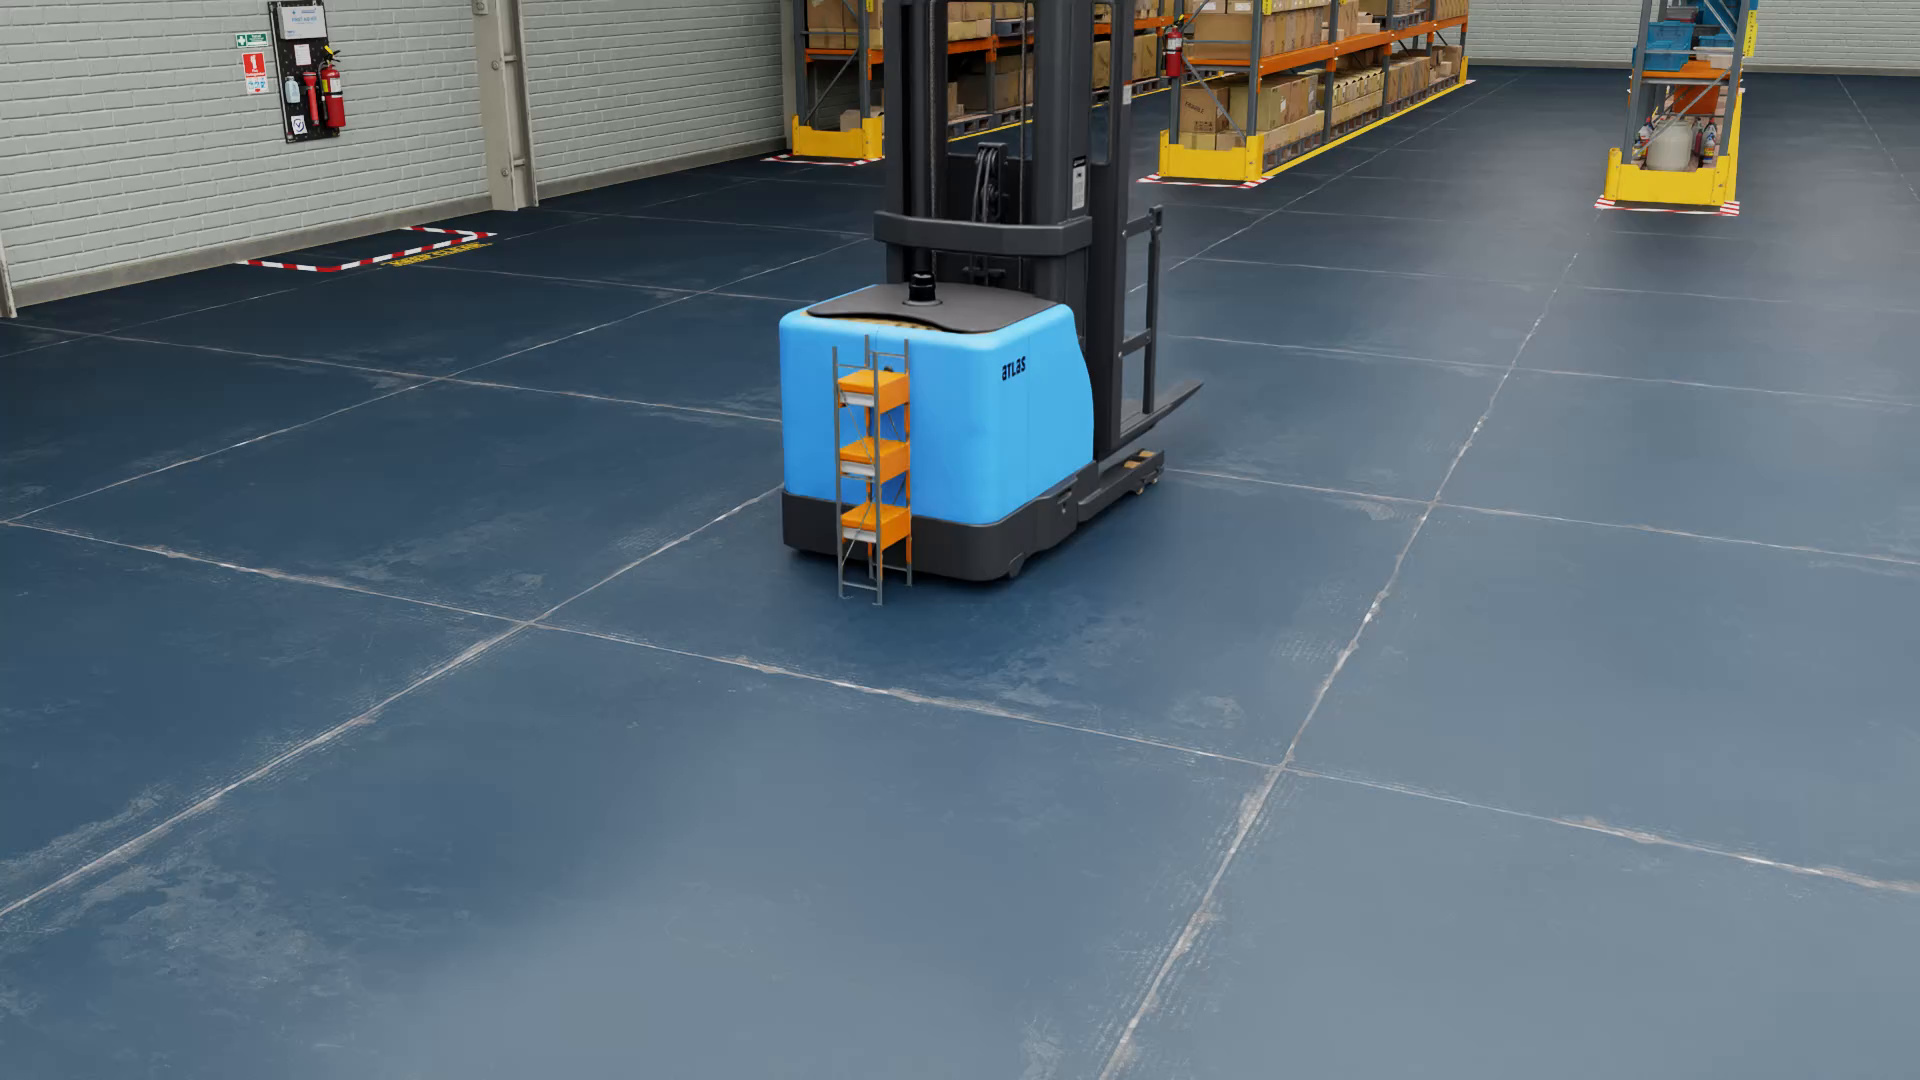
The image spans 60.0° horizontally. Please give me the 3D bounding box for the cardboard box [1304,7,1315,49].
[{"bbox_3d":[4.165,-6.617,21.449,0.700,0.500,0.500,8,21,22],"label":"cardboard box"}]

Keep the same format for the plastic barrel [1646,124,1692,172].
[{"bbox_3d":[7.631,-4.202,17.895,0.421,0.512,0.421,0,20,0],"label":"plastic barrel"}]

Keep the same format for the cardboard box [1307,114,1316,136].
[{"bbox_3d":[4.347,-5.448,21.787,0.500,0.250,0.500,9,21,23],"label":"cardboard box"}]

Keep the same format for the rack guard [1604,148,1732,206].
[{"bbox_3d":[7.419,-3.817,17.455,1.175,0.500,0.348,9,21,23],"label":"rack guard"}]

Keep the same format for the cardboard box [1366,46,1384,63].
[{"bbox_3d":[6.792,-8.123,27.789,0.500,0.250,0.500,8,21,22],"label":"cardboard box"}]

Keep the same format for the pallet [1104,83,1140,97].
[{"bbox_3d":[2.561,-8.058,29.813,1.003,0.211,1.213,9,21,23],"label":"pallet"}]

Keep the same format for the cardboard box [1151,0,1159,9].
[{"bbox_3d":[3.347,-10.014,30.526,0.500,0.500,0.500,8,21,22],"label":"cardboard box"}]

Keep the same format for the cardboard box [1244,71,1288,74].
[{"bbox_3d":[4.076,-6.025,22.293,0.500,0.500,0.500,9,21,23],"label":"cardboard box"}]

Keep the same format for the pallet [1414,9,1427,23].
[{"bbox_3d":[7.400,-8.994,28.570,1.003,0.211,1.213,9,21,23],"label":"pallet"}]

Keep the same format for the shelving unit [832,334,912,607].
[{"bbox_3d":[-0.348,-0.278,6.683,0.215,1.050,0.252,10,22,26],"label":"shelving unit"}]

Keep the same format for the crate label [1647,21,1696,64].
[{"bbox_3d":[7.938,-5.581,18.634,0.502,0.435,0.616,9,21,23],"label":"crate label"}]

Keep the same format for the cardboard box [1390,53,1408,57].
[{"bbox_3d":[7.802,-8.557,30.127,0.500,0.500,0.500,9,21,23],"label":"cardboard box"}]

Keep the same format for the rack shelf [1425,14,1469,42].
[{"bbox_3d":[8.646,-9.587,31.022,1.077,0.370,4.000,9,21,23],"label":"rack shelf"}]

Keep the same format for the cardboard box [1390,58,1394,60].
[{"bbox_3d":[7.199,-8.065,28.743,0.500,0.500,0.500,9,21,23],"label":"cardboard box"}]

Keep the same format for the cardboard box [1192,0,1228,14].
[{"bbox_3d":[2.896,-6.141,19.144,0.380,0.149,0.250,8,21,22],"label":"cardboard box"}]

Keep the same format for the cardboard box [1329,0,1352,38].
[{"bbox_3d":[5.301,-7.462,23.826,0.500,0.500,0.500,9,21,23],"label":"cardboard box"}]

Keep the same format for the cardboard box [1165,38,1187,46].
[{"bbox_3d":[4.226,-9.772,32.606,0.380,0.149,0.250,8,21,21],"label":"cardboard box"}]

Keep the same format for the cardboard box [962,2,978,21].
[{"bbox_3d":[-0.080,-7.499,23.153,0.500,0.500,0.500,8,21,22],"label":"cardboard box"}]

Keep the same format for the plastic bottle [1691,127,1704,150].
[{"bbox_3d":[8.844,-4.829,19.980,0.152,0.276,0.135,9,21,23],"label":"plastic bottle"}]

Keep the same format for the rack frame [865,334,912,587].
[{"bbox_3d":[-0.292,-0.314,6.785,0.200,1.050,0.008,10,22,26],"label":"rack frame"}]

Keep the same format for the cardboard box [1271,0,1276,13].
[{"bbox_3d":[3.480,-6.246,19.438,0.380,0.149,0.250,9,21,23],"label":"cardboard box"}]

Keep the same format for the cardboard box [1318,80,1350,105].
[{"bbox_3d":[5.158,-6.280,23.289,0.500,0.311,0.500,8,21,22],"label":"cardboard box"}]

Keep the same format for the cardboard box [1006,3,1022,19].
[{"bbox_3d":[0.505,-8.122,25.025,0.700,0.500,0.500,11,22,28],"label":"cardboard box"}]

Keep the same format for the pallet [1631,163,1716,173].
[{"bbox_3d":[7.757,-3.928,18.200,1.003,0.211,1.213,9,21,23],"label":"pallet"}]

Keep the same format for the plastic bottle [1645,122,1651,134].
[{"bbox_3d":[8.108,-4.769,19.700,0.144,0.351,0.185,8,21,22],"label":"plastic bottle"}]

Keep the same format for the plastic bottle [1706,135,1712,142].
[{"bbox_3d":[8.598,-4.503,19.069,0.097,0.271,0.097,0,20,0],"label":"plastic bottle"}]

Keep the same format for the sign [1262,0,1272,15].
[{"bbox_3d":[3.417,-6.013,18.490,0.100,0.325,0.005,9,21,23],"label":"sign"}]

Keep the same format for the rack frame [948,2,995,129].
[{"bbox_3d":[0.030,-7.547,24.214,1.000,3.000,0.127,9,21,23],"label":"rack frame"}]

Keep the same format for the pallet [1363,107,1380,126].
[{"bbox_3d":[5.817,-6.531,25.519,1.003,0.211,1.213,9,21,23],"label":"pallet"}]

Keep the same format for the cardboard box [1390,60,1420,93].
[{"bbox_3d":[7.471,-7.850,28.140,0.500,0.500,0.500,9,21,23],"label":"cardboard box"}]

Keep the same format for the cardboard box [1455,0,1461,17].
[{"bbox_3d":[9.112,-10.099,31.240,0.500,0.500,0.500,9,21,23],"label":"cardboard box"}]

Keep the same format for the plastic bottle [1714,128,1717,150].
[{"bbox_3d":[8.961,-4.765,19.787,0.061,0.283,0.133,10,22,26],"label":"plastic bottle"}]

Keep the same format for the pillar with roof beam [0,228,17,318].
[{"bbox_3d":[-3.096,-5.225,8.730,9.100,9.000,0.400,9,21,23],"label":"pillar with roof beam"}]

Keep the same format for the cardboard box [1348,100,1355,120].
[{"bbox_3d":[5.363,-6.175,23.832,0.500,0.250,0.500,8,21,21],"label":"cardboard box"}]

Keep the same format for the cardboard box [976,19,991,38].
[{"bbox_3d":[0.113,-7.299,23.711,0.500,0.250,0.500,9,21,23],"label":"cardboard box"}]

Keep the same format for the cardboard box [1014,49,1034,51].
[{"bbox_3d":[1.131,-7.760,26.767,0.500,0.250,0.500,9,21,24],"label":"cardboard box"}]

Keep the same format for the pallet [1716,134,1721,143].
[{"bbox_3d":[9.355,-5.119,21.549,1.003,0.211,1.213,9,21,23],"label":"pallet"}]

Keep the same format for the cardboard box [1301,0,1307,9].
[{"bbox_3d":[4.114,-6.721,20.773,0.380,0.149,0.250,9,22,24],"label":"cardboard box"}]

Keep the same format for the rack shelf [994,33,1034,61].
[{"bbox_3d":[0.849,-7.820,26.053,1.077,0.370,4.000,9,21,23],"label":"rack shelf"}]

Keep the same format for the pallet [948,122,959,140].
[{"bbox_3d":[-0.711,-5.649,23.038,1.003,0.211,1.213,9,21,23],"label":"pallet"}]

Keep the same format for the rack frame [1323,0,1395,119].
[{"bbox_3d":[6.189,-8.091,25.744,1.000,3.000,0.127,9,21,23],"label":"rack frame"}]

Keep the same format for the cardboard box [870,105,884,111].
[{"bbox_3d":[-1.009,-5.638,22.202,0.500,0.311,0.500,11,22,27],"label":"cardboard box"}]

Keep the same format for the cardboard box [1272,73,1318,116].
[{"bbox_3d":[4.345,-5.801,21.662,0.500,0.500,0.500,9,21,23],"label":"cardboard box"}]

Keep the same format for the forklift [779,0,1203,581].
[{"bbox_3d":[0.361,-1.663,7.770,1.130,2.935,3.031,10,22,26],"label":"forklift"}]

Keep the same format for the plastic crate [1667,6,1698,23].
[{"bbox_3d":[9.766,-6.989,22.548,0.402,0.464,0.583,9,21,23],"label":"plastic crate"}]

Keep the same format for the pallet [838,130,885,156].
[{"bbox_3d":[-1.211,-5.277,21.993,1.003,0.211,1.213,9,21,23],"label":"pallet"}]

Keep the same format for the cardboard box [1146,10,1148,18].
[{"bbox_3d":[3.197,-9.588,30.298,0.380,0.149,0.250,9,22,24],"label":"cardboard box"}]

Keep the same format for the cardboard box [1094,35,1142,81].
[{"bbox_3d":[2.798,-8.689,30.006,0.750,0.750,0.750,9,22,24],"label":"cardboard box"}]

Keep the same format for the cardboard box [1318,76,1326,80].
[{"bbox_3d":[5.079,-6.664,24.369,0.500,0.311,0.500,8,21,22],"label":"cardboard box"}]
